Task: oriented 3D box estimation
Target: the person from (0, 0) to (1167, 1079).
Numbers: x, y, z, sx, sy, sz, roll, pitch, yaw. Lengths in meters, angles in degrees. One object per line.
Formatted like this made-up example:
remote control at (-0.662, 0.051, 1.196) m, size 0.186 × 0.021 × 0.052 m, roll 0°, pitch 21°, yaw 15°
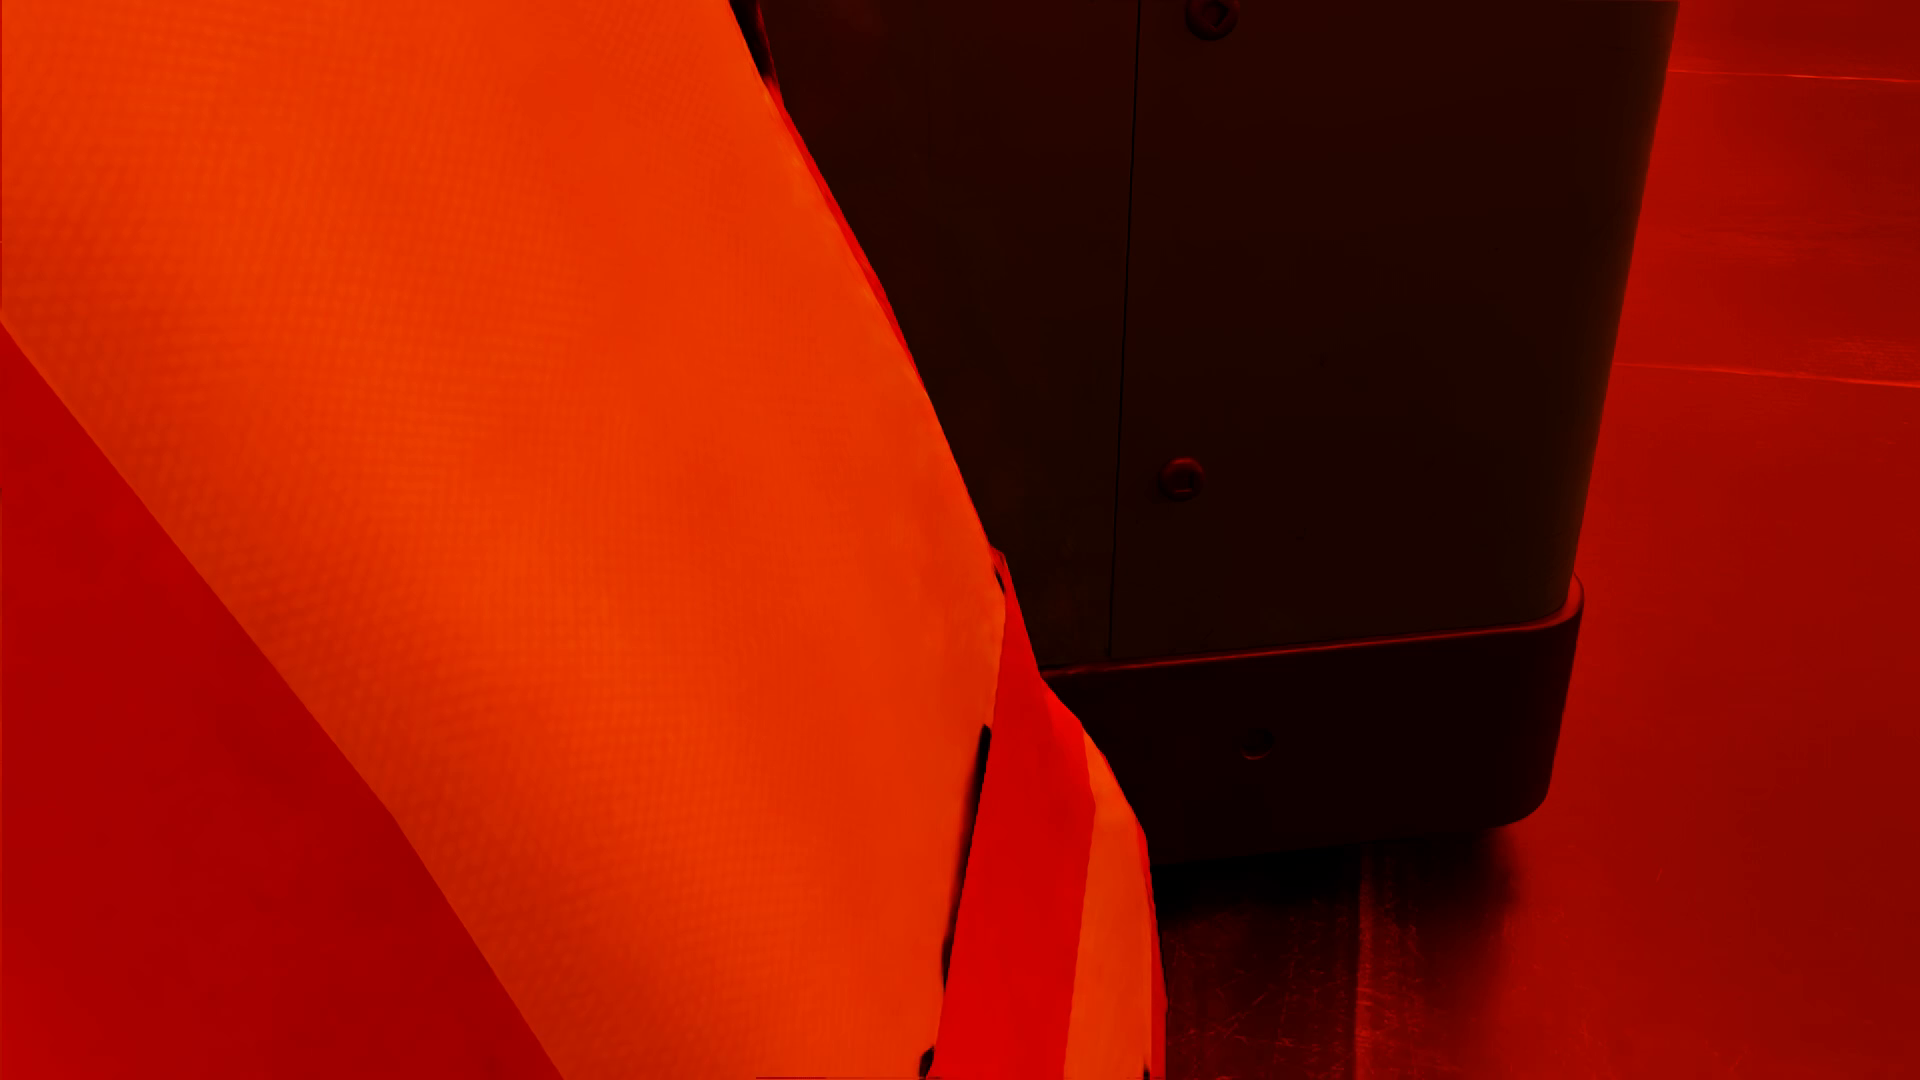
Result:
person at (-0.350, 0.142, 0.562) m, size 0.848 × 1.522 × 1.383 m, roll 5°, pitch 27°, yaw 10°

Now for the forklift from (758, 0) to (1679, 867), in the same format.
forklift at (-0.122, -1.581, 2.379) m, size 1.130 × 2.935 × 3.031 m, roll -5°, pitch 27°, yaw -9°
